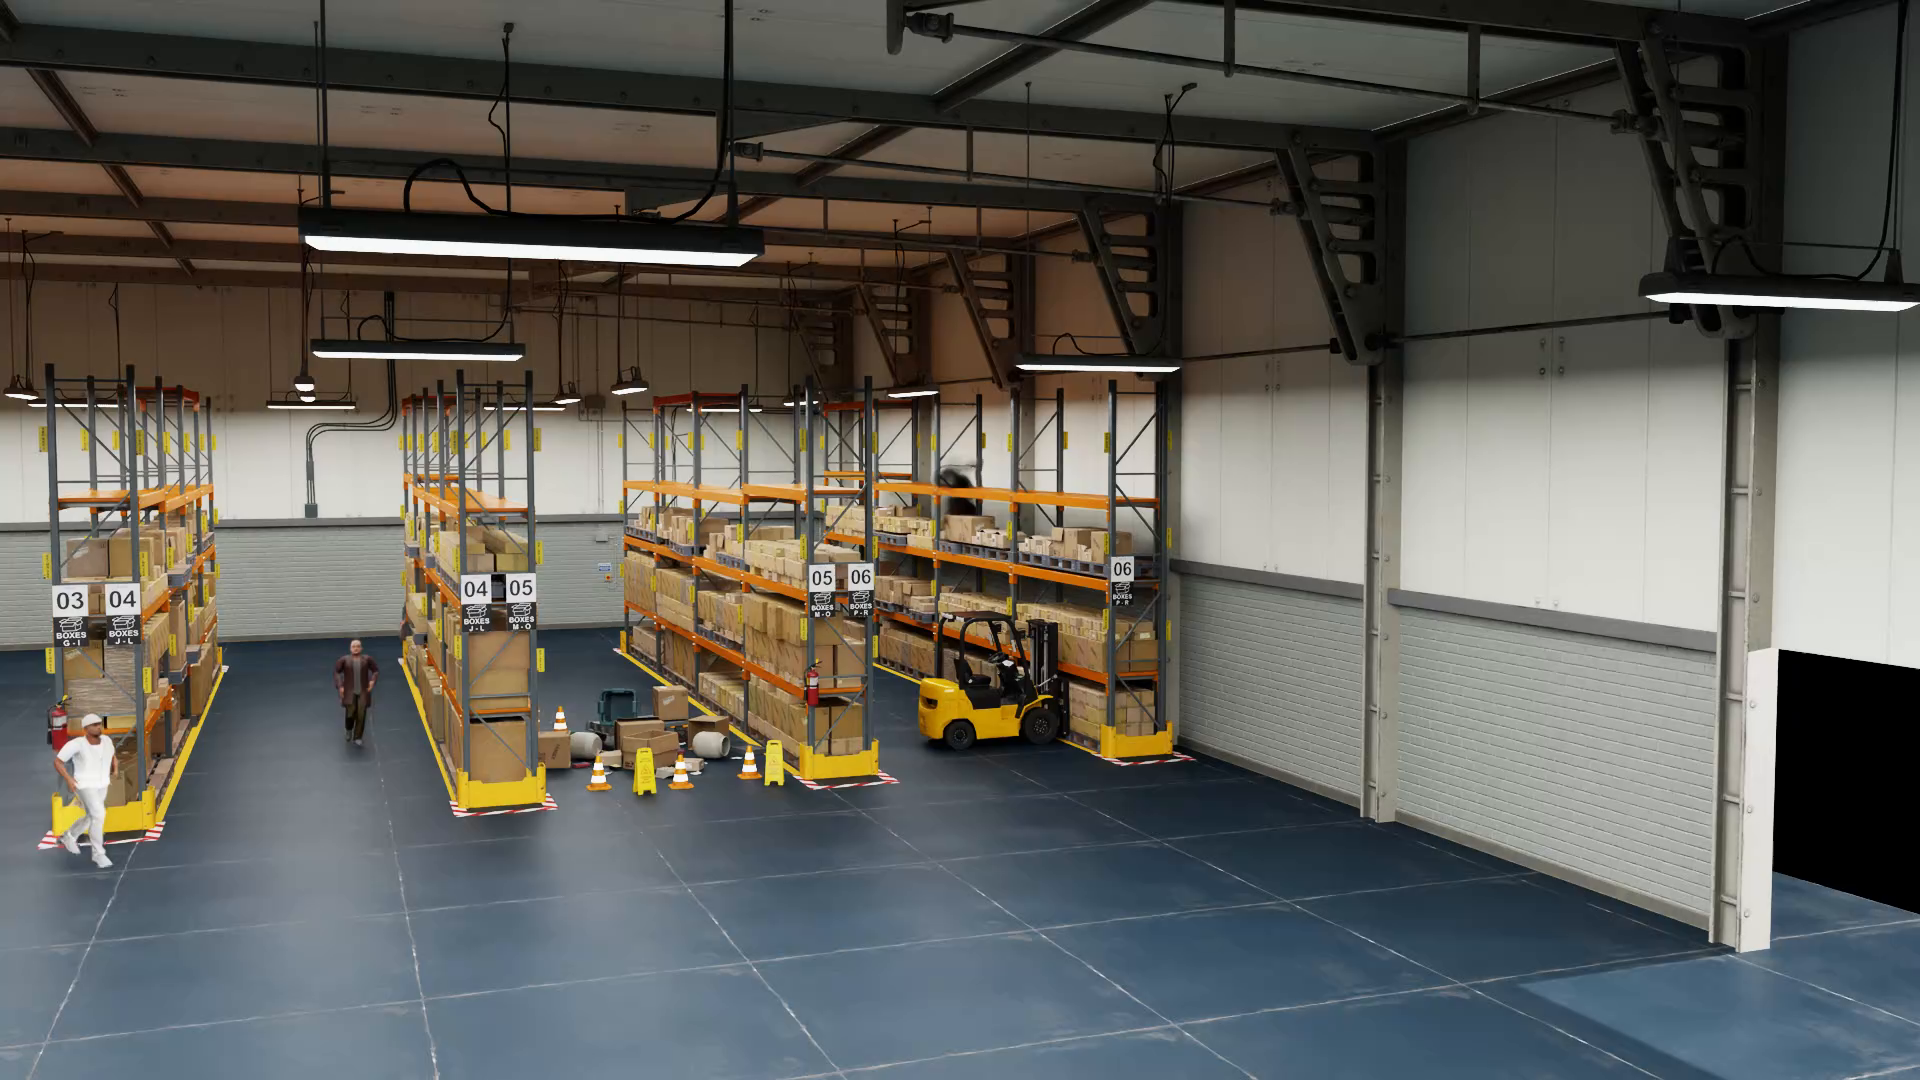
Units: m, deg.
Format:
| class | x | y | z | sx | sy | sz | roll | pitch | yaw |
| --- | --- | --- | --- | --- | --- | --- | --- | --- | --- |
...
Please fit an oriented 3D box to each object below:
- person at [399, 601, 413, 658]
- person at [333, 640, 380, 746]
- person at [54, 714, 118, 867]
| class | x | y | z | sx | sy | sz | roll | pitch | yaw |
| --- | --- | --- | --- | --- | --- | --- | --- | --- | --- |
| person | -12.719 | 1.899 | 38.869 | 0.633 | 1.687 | 0.781 | 0 | 3 | 1 |
| person | -9.973 | 2.524 | 27.526 | 0.726 | 1.746 | 0.633 | -2 | 4 | -24 |
| person | -10.391 | 2.960 | 19.853 | 0.865 | 1.798 | 0.708 | 1 | 4 | 18 |
